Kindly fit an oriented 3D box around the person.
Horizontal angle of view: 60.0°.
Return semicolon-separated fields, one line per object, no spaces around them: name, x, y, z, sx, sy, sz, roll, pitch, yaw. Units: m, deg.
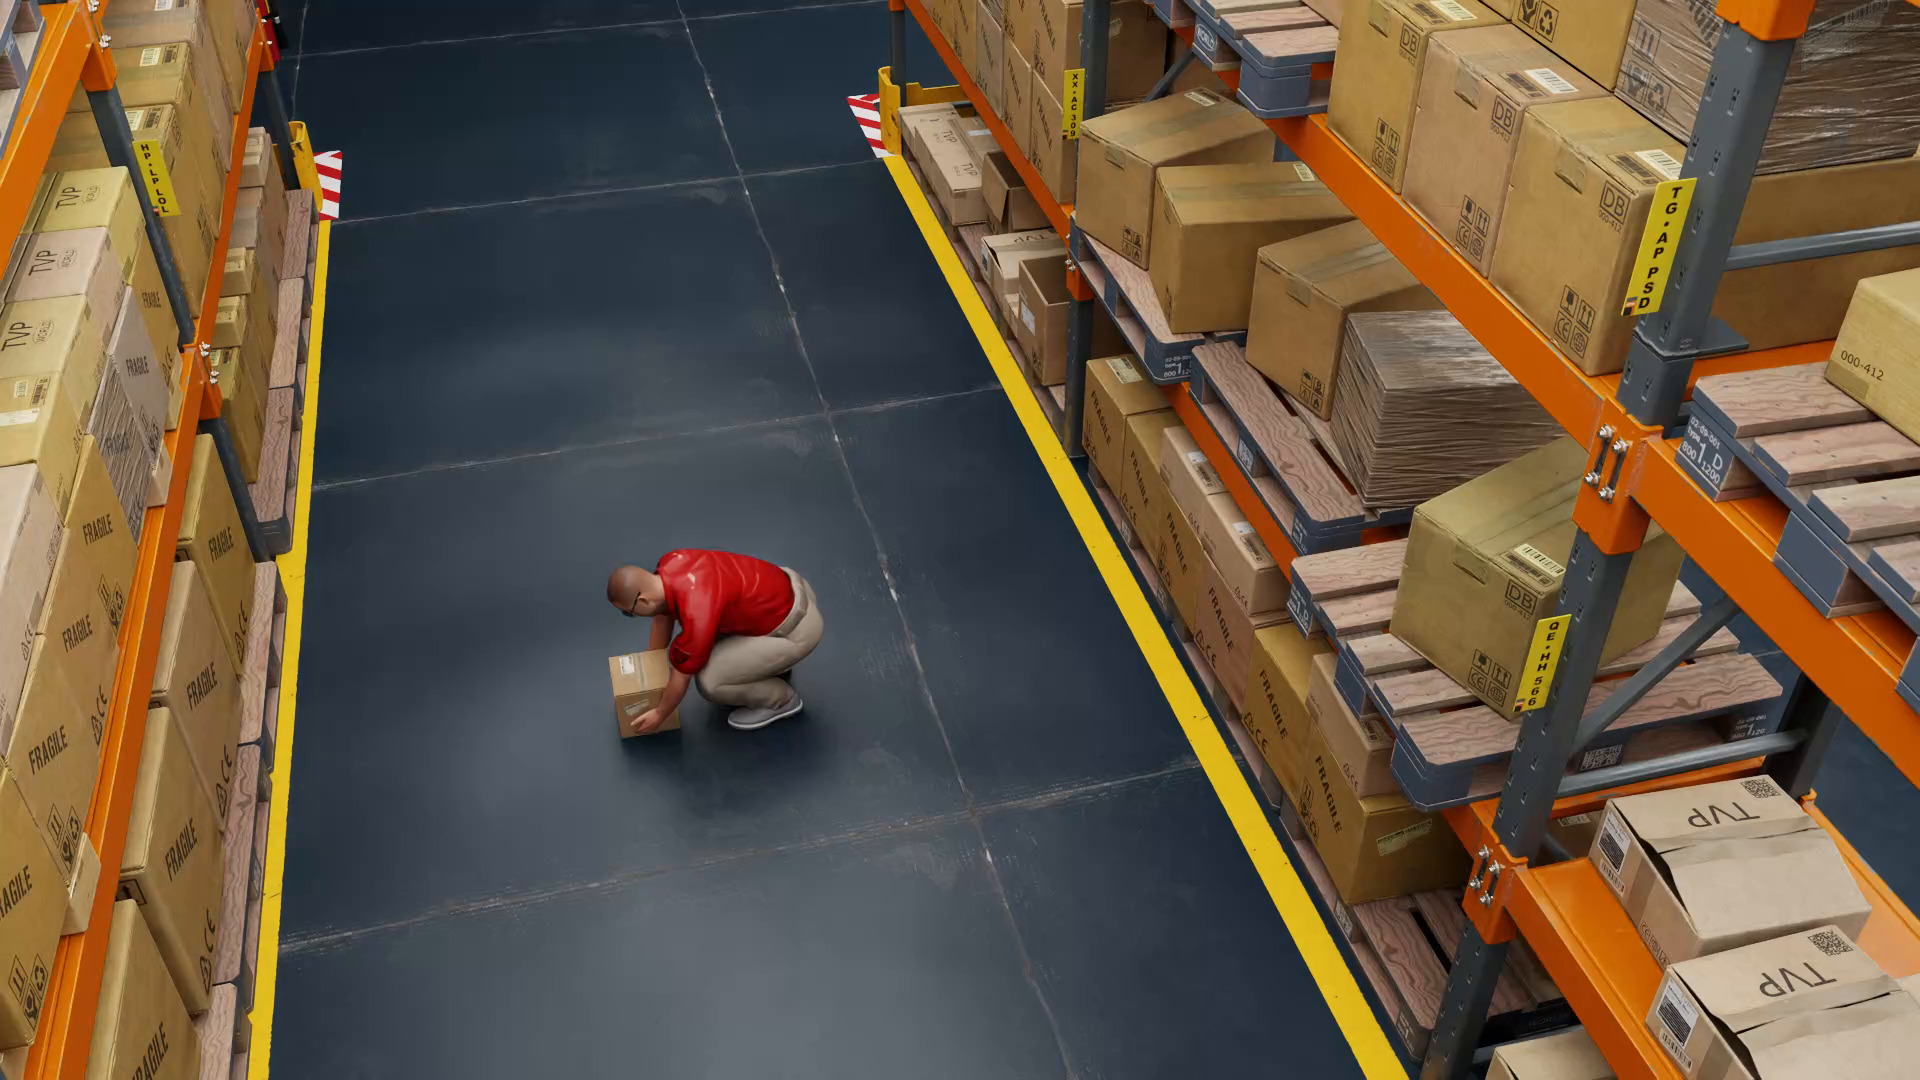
person;-1.033;0.423;7.009;0.917;0.812;0.534;-10;39;-13
